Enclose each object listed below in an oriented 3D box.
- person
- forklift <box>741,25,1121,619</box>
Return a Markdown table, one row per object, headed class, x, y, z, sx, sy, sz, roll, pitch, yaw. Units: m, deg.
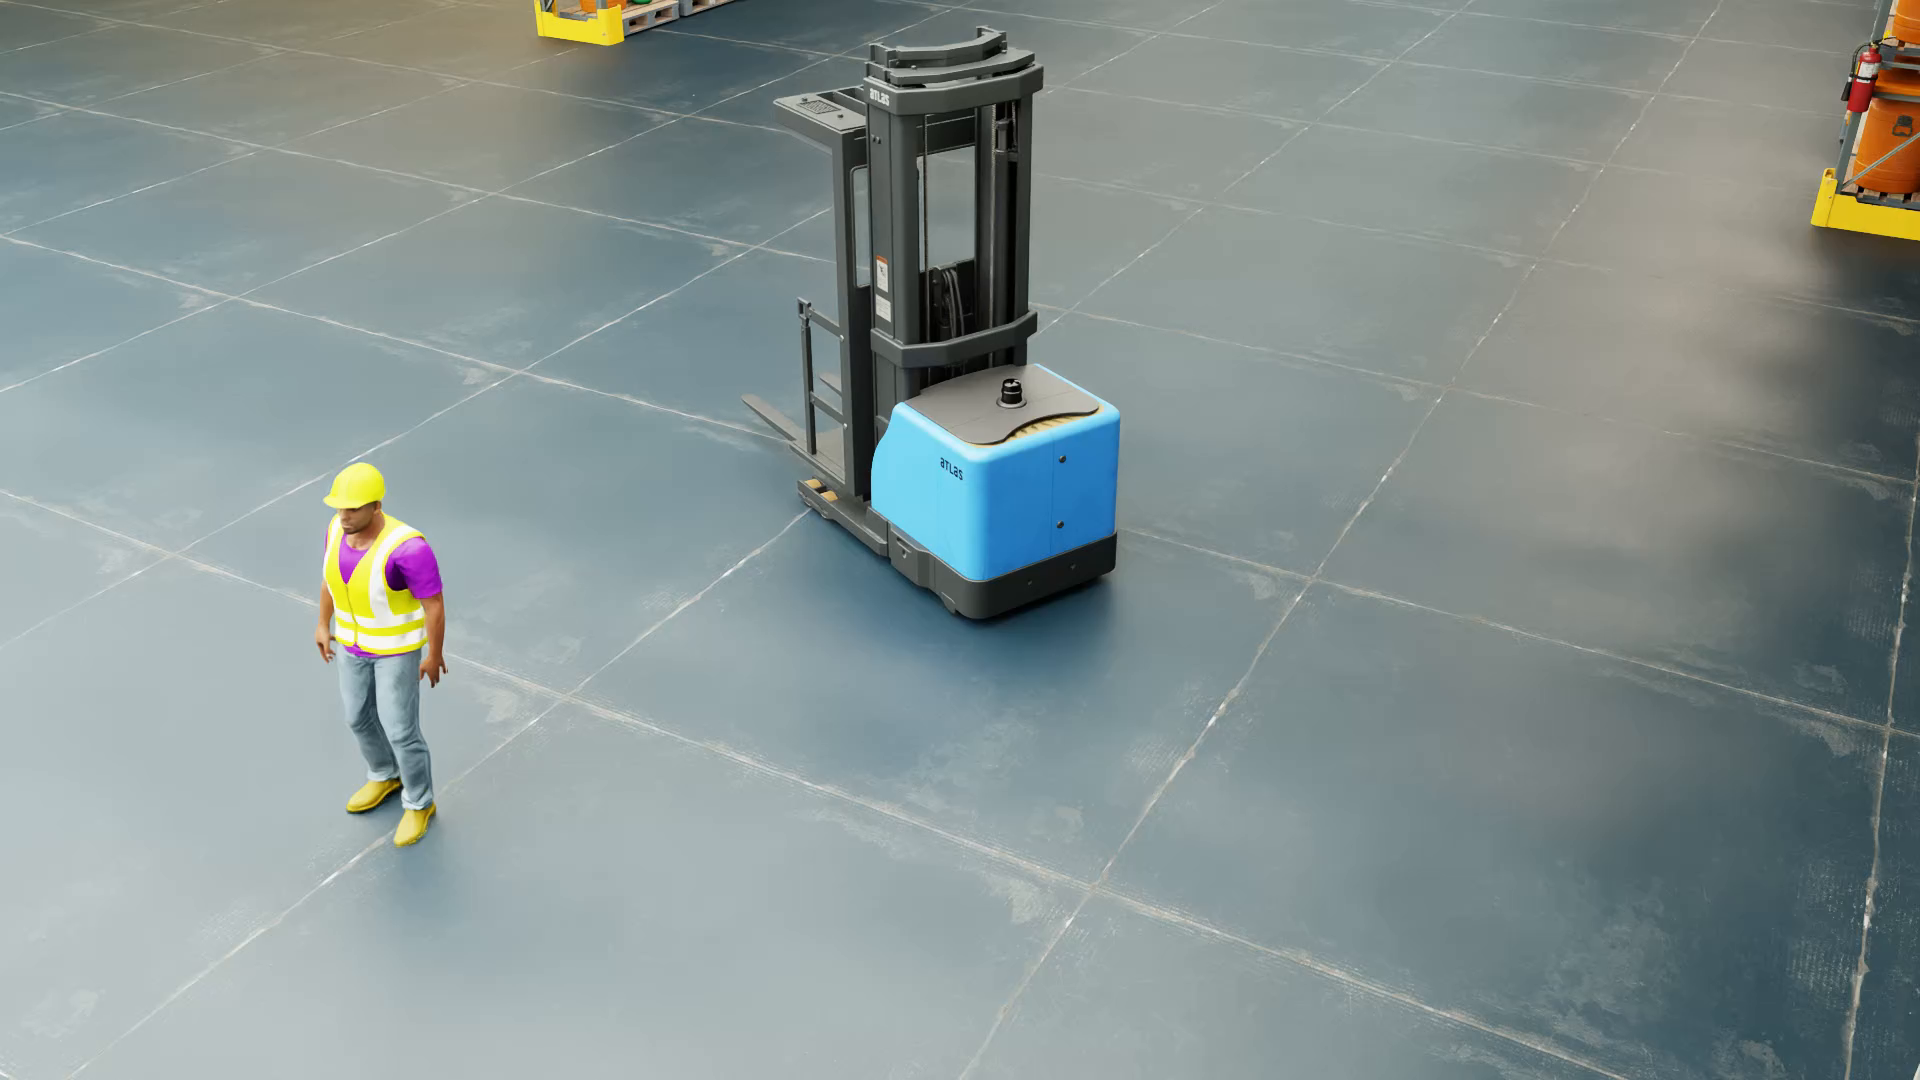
| class | x | y | z | sx | sy | sz | roll | pitch | yaw |
| --- | --- | --- | --- | --- | --- | --- | --- | --- | --- |
| person | -2.620 | 0.493 | 7.412 | 0.659 | 1.784 | 0.508 | 14 | 33 | 22 |
| forklift | -0.351 | -1.524 | 9.712 | 1.130 | 2.935 | 3.031 | -19 | 35 | -29 |
